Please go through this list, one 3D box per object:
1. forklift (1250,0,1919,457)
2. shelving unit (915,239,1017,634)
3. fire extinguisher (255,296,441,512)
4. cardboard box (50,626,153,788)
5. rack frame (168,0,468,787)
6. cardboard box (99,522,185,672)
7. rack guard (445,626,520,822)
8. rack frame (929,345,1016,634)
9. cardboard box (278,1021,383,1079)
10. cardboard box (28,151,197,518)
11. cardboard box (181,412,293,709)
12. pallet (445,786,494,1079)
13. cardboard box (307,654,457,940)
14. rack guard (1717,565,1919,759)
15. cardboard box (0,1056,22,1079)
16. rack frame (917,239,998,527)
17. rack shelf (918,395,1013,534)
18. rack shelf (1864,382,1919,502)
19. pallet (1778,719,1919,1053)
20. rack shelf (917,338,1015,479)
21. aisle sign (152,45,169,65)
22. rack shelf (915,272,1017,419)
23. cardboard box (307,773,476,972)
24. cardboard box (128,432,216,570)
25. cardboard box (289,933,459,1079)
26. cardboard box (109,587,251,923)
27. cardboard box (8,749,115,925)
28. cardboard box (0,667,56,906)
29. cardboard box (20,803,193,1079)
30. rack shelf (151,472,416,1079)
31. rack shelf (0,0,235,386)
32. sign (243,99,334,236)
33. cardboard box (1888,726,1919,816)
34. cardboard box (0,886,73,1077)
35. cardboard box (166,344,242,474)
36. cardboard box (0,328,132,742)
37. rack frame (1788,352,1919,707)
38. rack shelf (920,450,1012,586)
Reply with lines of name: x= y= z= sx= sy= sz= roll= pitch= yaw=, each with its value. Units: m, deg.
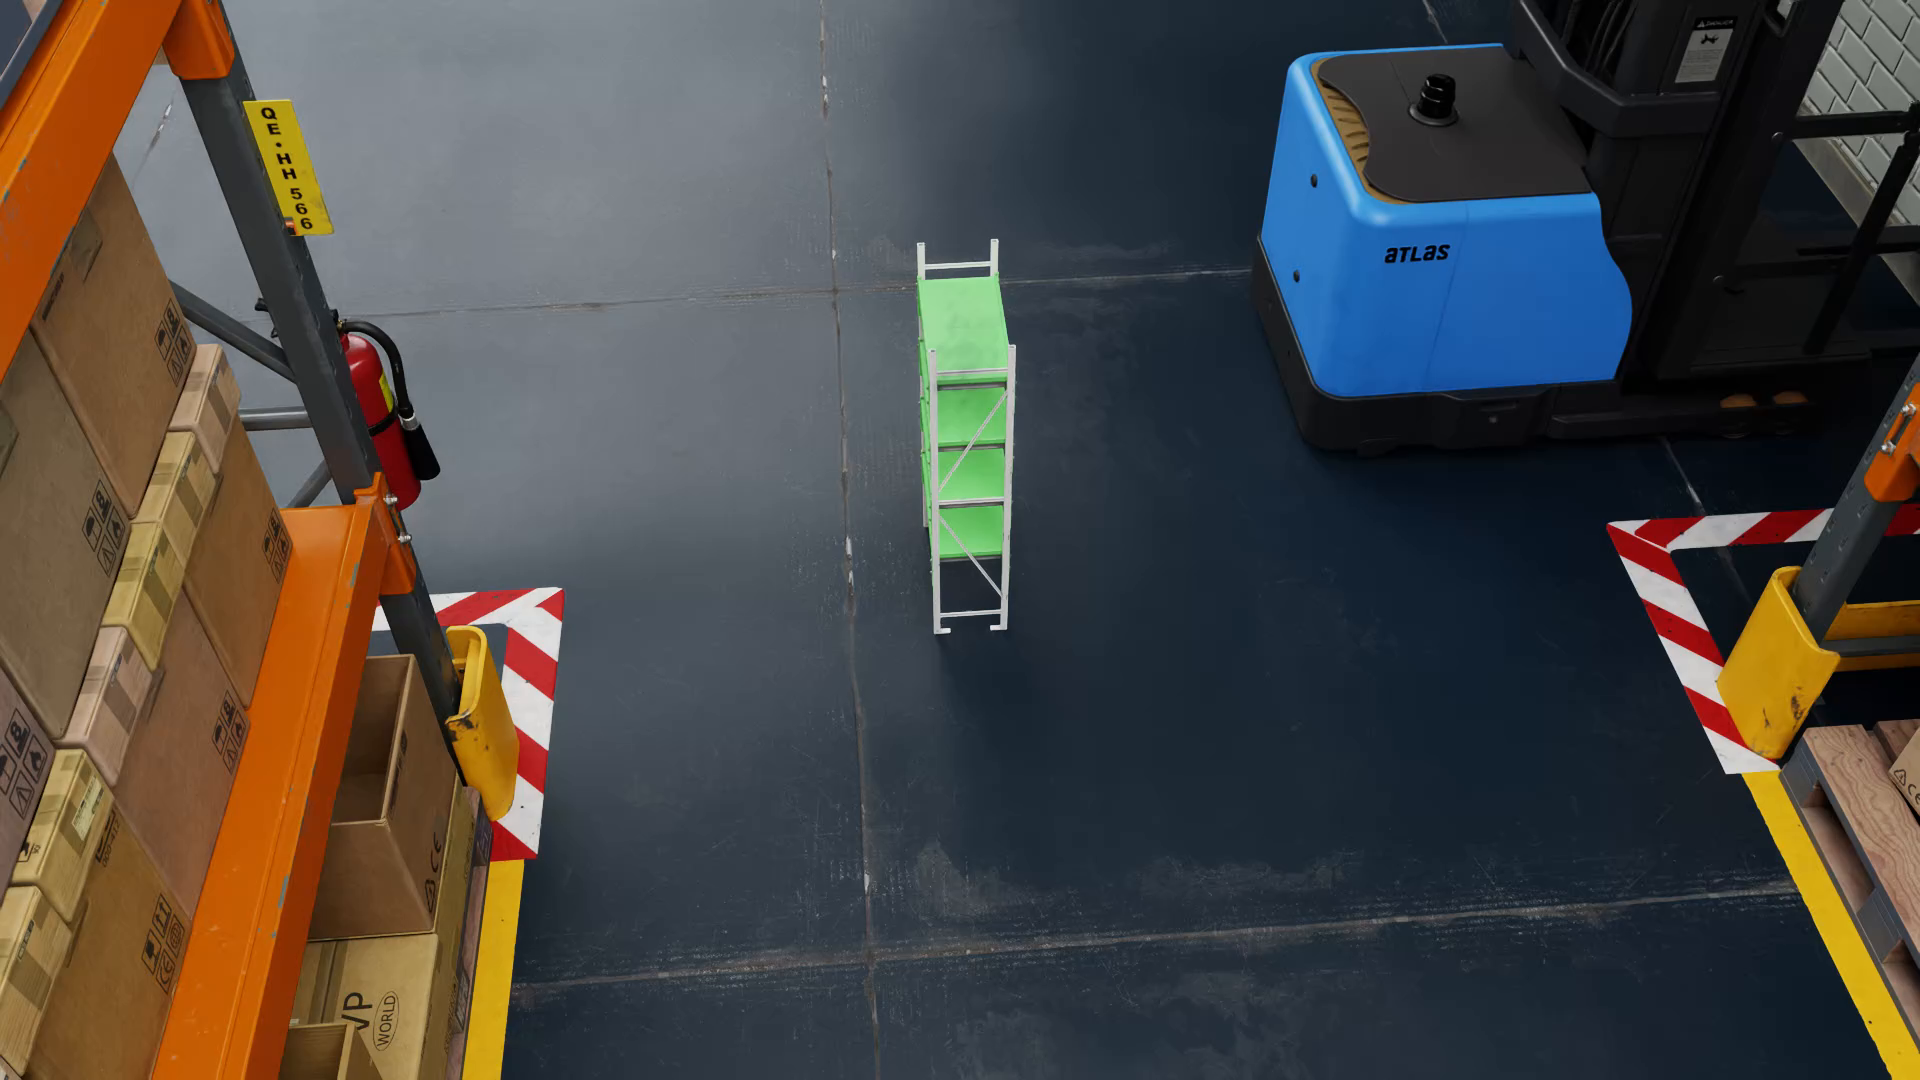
forklift: x=2.700 y=-1.762 z=5.400 sx=3.031 sy=2.935 sz=1.130 roll=-4 pitch=47 yaw=-4
shelving unit: x=0.014 y=-0.293 z=5.201 sx=0.258 sy=1.200 sz=0.503 roll=-3 pitch=47 yaw=-3
fire extinguisher: x=-1.482 y=-0.352 z=4.071 sx=0.296 sy=0.674 sz=0.183 roll=-3 pitch=47 yaw=-3
cardboard box: x=-1.650 y=0.299 z=2.886 sx=0.380 sy=0.149 sz=0.250 roll=-3 pitch=47 yaw=-3
rack frame: x=-1.935 y=-0.265 z=3.935 sx=1.000 sy=3.000 sz=0.127 roll=-3 pitch=47 yaw=-3
cardboard box: x=-1.668 y=0.116 z=3.058 sx=0.380 sy=0.149 sz=0.250 roll=-4 pitch=47 yaw=-4
rack guard: x=-1.937 y=0.577 z=4.859 sx=1.175 sy=0.500 sz=0.348 roll=-3 pitch=47 yaw=-3
rack frame: x=0.034 y=-0.116 z=5.034 sx=0.240 sy=1.200 sz=0.015 roll=-3 pitch=47 yaw=-3
cardboard box: x=-1.495 y=1.371 z=3.474 sx=0.500 sy=0.500 sz=0.500 roll=-3 pitch=47 yaw=-3
cardboard box: x=-1.904 y=-0.369 z=3.071 sx=0.700 sy=0.500 sz=0.500 roll=-3 pitch=47 yaw=-3
cardboard box: x=-1.909 y=0.039 z=3.578 sx=0.700 sy=0.500 sz=0.500 roll=-3 pitch=47 yaw=-3
pallet: x=-1.829 y=1.244 z=4.426 sx=1.003 sy=0.211 sz=1.213 roll=-3 pitch=47 yaw=-3
cardboard box: x=-1.594 y=0.648 z=4.158 sx=0.500 sy=0.500 sz=0.500 roll=-3 pitch=47 yaw=-3
rack guard: x=3.007 y=0.345 z=5.078 sx=1.175 sy=0.500 sz=0.348 roll=-3 pitch=47 yaw=-3
cardboard box: x=-1.581 y=0.864 z=2.350 sx=0.380 sy=0.149 sz=0.250 roll=-4 pitch=47 yaw=-4
rack frame: x=-0.007 y=-0.469 z=5.368 sx=0.240 sy=1.200 sz=0.015 roll=-3 pitch=47 yaw=-3
rack shelf: x=0.014 y=-0.249 z=5.247 sx=0.258 sy=0.148 sz=0.480 roll=-3 pitch=47 yaw=-3
rack shelf: x=3.168 y=1.125 z=3.114 sx=1.077 sy=0.370 sz=4.000 roll=-3 pitch=47 yaw=-3
pallet: x=3.040 y=1.035 z=4.625 sx=1.003 sy=0.211 sz=1.213 roll=-3 pitch=47 yaw=-3
rack shelf: x=0.014 y=-0.414 z=5.073 sx=0.258 sy=0.148 sz=0.480 roll=-3 pitch=47 yaw=-3
aisle sign: x=-1.648 y=-1.225 z=3.053 sx=0.394 sy=0.787 sz=0.004 roll=-3 pitch=47 yaw=-3
rack shelf: x=0.014 y=-0.579 z=4.899 sx=0.258 sy=0.148 sz=0.480 roll=-3 pitch=47 yaw=-3
cardboard box: x=-1.596 y=0.906 z=4.431 sx=0.500 sy=0.250 sz=0.500 roll=-3 pitch=47 yaw=-3
cardboard box: x=-1.690 y=-0.069 z=3.233 sx=0.380 sy=0.149 sz=0.250 roll=-2 pitch=47 yaw=-2
cardboard box: x=-1.542 y=1.267 z=4.089 sx=0.500 sy=0.250 sz=0.500 roll=-3 pitch=47 yaw=-3
cardboard box: x=-1.860 y=0.419 z=3.219 sx=0.700 sy=0.500 sz=0.500 roll=-2 pitch=47 yaw=-2
cardboard box: x=-1.627 y=0.489 z=2.706 sx=0.380 sy=0.149 sz=0.250 roll=-2 pitch=47 yaw=-2
cardboard box: x=-1.812 y=0.376 z=2.366 sx=0.700 sy=0.500 sz=0.500 roll=-3 pitch=47 yaw=-3
cardboard box: x=-1.824 y=0.778 z=2.878 sx=0.700 sy=0.500 sz=0.500 roll=-3 pitch=47 yaw=-3
rack shelf: x=-1.768 y=1.429 z=2.826 sx=1.077 sy=0.370 sz=4.000 roll=-3 pitch=47 yaw=-3
rack shelf: x=-1.768 y=0.398 z=1.737 sx=1.077 sy=0.370 sz=4.000 roll=-3 pitch=47 yaw=-3
sign: x=-1.393 y=-0.768 z=3.451 sx=0.100 sy=0.325 sz=0.005 roll=-3 pitch=47 yaw=-3
cardboard box: x=2.969 y=0.710 z=4.560 sx=0.500 sy=0.311 sz=0.500 roll=-8 pitch=47 yaw=-8
cardboard box: x=-1.603 y=0.679 z=2.525 sx=0.380 sy=0.149 sz=0.250 roll=-2 pitch=47 yaw=-2
cardboard box: x=-1.713 y=-0.258 z=3.413 sx=0.380 sy=0.149 sz=0.250 roll=-4 pitch=47 yaw=-4
cardboard box: x=-1.855 y=0.011 z=2.711 sx=0.700 sy=0.500 sz=0.500 roll=-5 pitch=47 yaw=-4
rack frame: x=3.001 y=-0.569 z=4.223 sx=1.000 sy=3.000 sz=0.127 roll=-3 pitch=47 yaw=-3
rack shelf: x=0.014 y=-0.084 z=5.422 sx=0.258 sy=0.148 sz=0.480 roll=-3 pitch=47 yaw=-3
